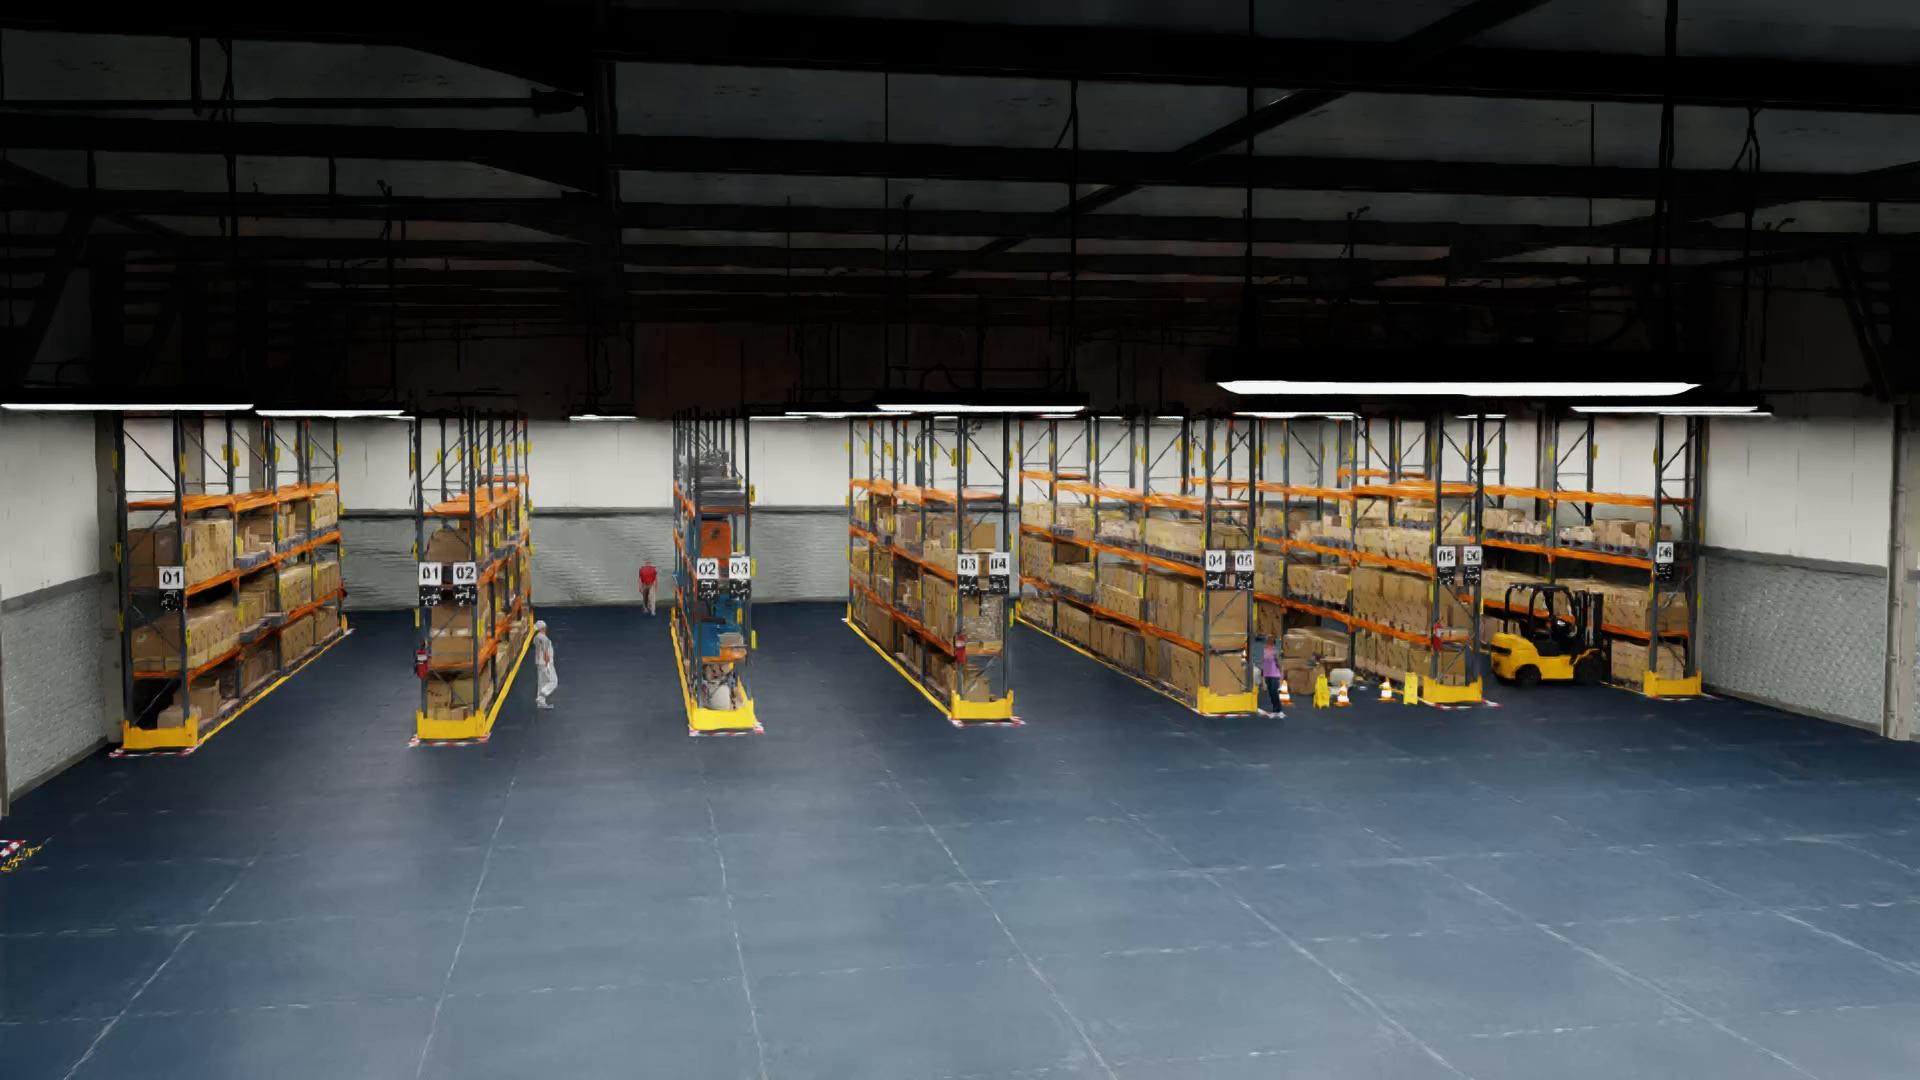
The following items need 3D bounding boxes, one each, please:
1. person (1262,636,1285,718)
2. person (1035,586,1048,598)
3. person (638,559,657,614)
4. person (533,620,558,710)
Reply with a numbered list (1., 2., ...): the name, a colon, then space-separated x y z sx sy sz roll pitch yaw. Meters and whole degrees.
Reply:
1. person: 6.043 2.637 32.057 0.354 1.592 0.510 -3 5 -39
2. person: 2.458 1.335 50.152 0.507 1.662 0.568 3 5 37
3. person: -9.290 1.368 49.470 0.542 1.645 1.126 -1 4 -8
4. person: -8.278 2.482 33.005 0.439 1.786 0.589 -3 5 -37
